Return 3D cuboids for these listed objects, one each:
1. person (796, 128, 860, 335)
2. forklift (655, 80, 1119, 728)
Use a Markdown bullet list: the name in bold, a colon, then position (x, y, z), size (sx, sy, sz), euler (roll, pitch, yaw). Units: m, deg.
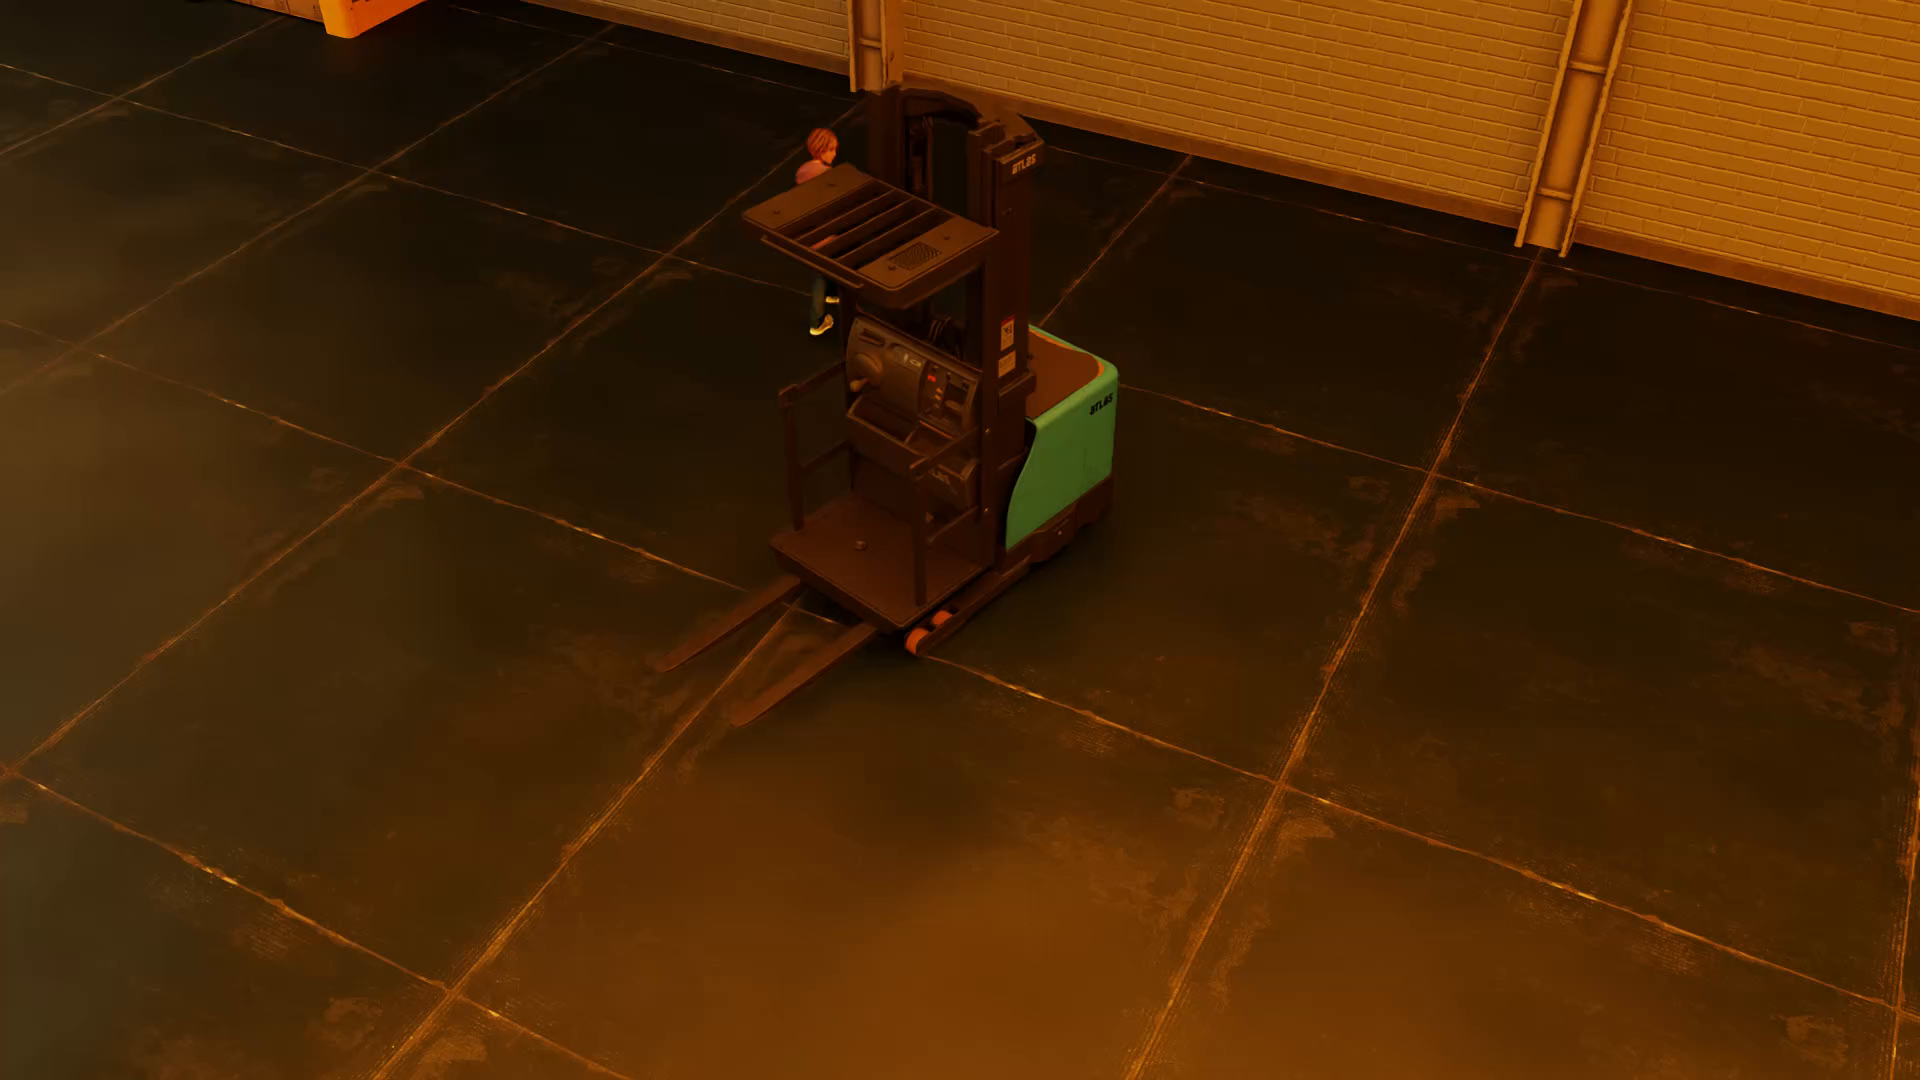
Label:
- **person**: position (-0.841, -2.179, 11.729), size (0.656, 1.469, 0.744), euler (21, 44, 23)
- **forklift**: position (-0.408, -0.829, 8.970), size (1.130, 2.935, 3.031), euler (30, 49, 31)
